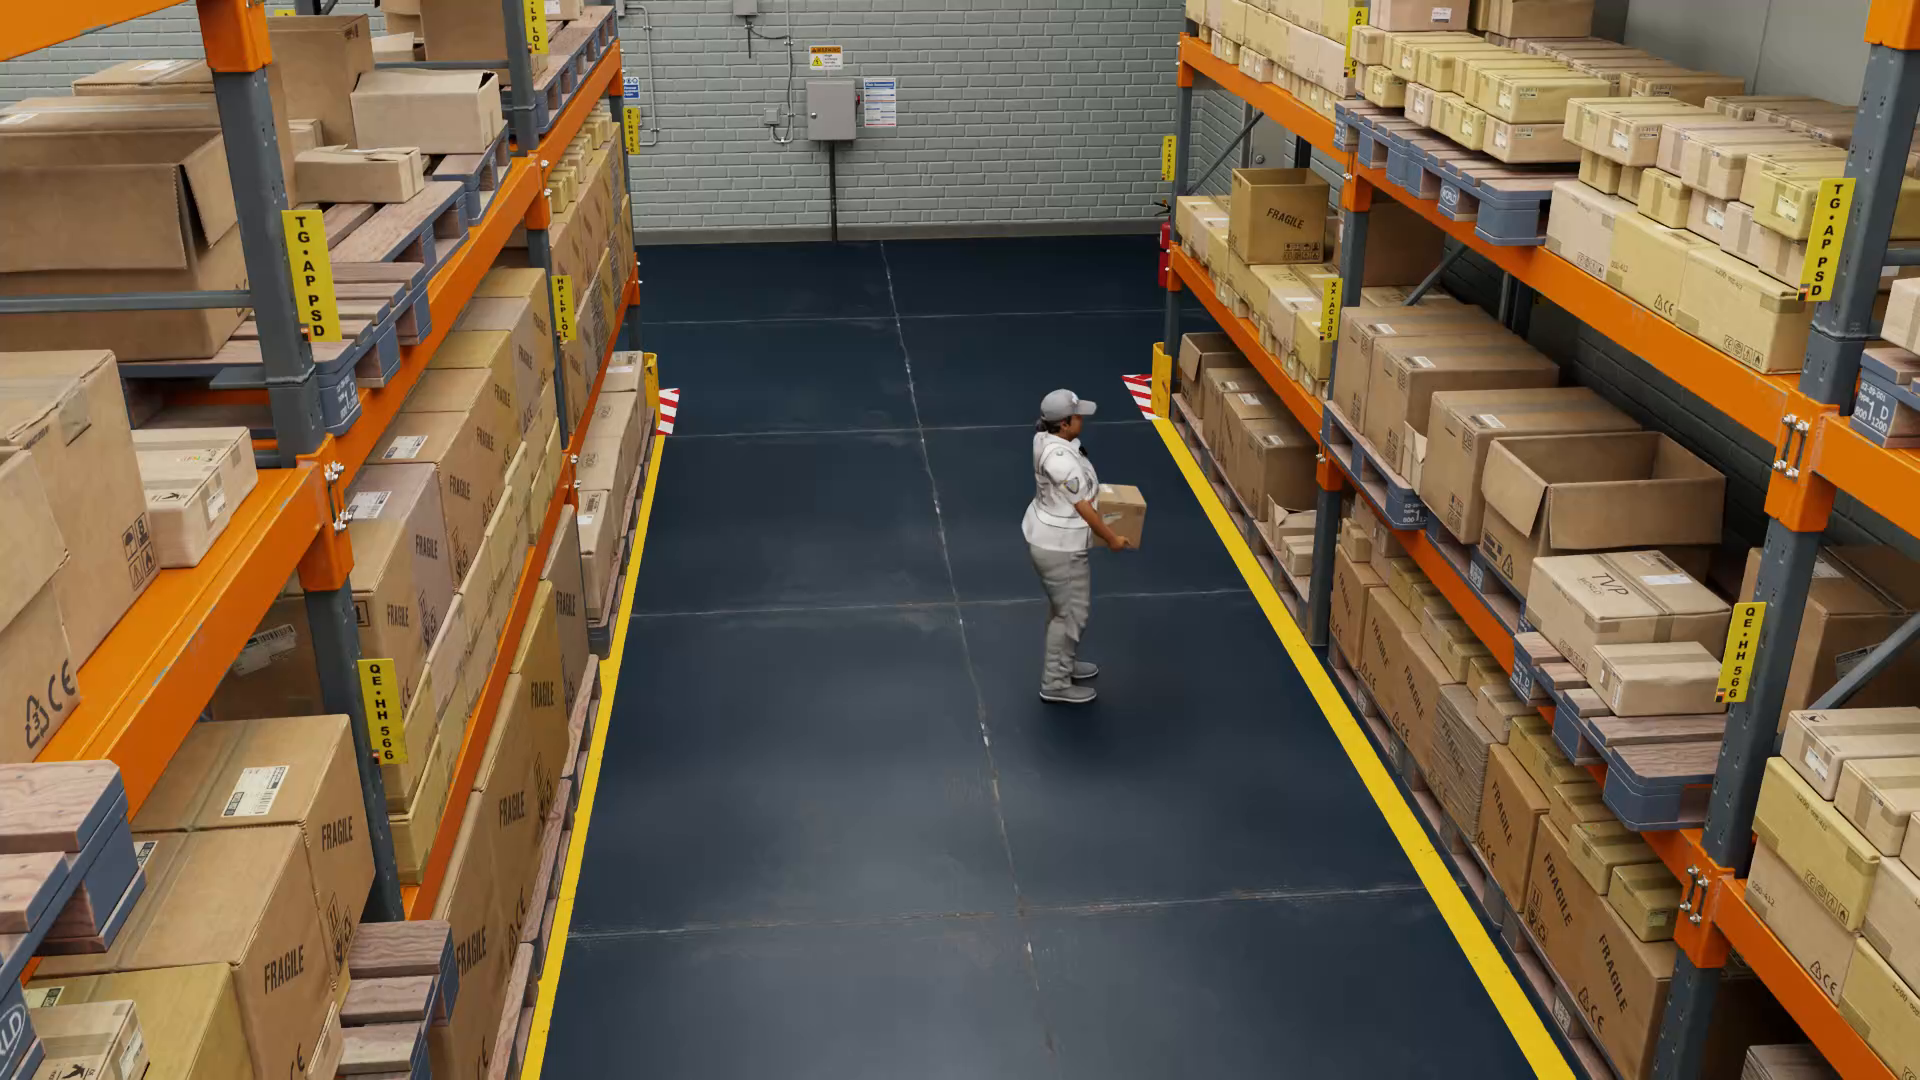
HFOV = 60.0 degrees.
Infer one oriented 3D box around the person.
[{"bbox_3d":[0.594,0.018,8.569,0.540,1.663,0.452,-2,24,-5],"label":"person"}]
